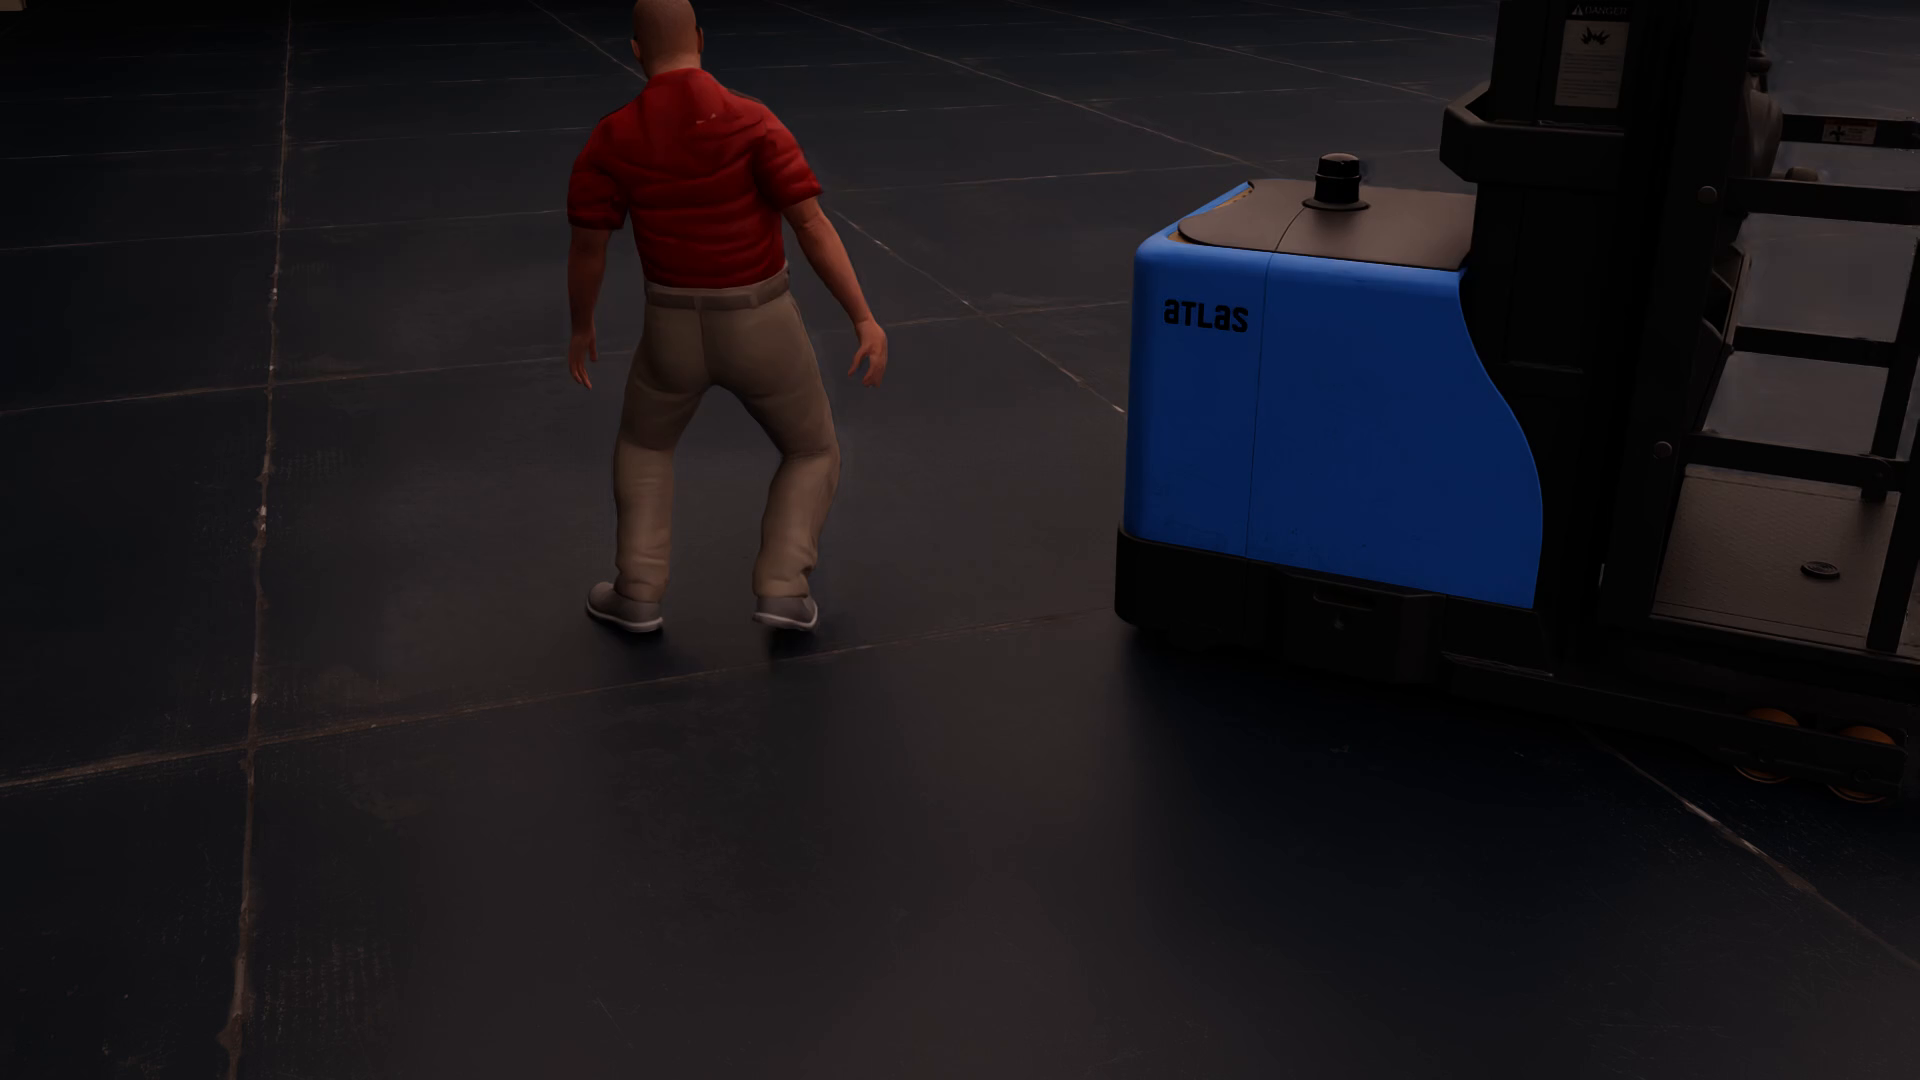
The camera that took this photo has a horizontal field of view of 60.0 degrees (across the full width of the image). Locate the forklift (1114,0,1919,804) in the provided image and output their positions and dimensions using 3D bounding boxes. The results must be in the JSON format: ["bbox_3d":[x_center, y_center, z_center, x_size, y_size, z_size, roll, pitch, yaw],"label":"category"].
[{"bbox_3d":[1.969,-1.002,3.682,3.031,2.935,1.130,11,25,24],"label":"forklift"}]

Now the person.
[{"bbox_3d":[-0.608,-0.534,4.243,0.897,1.651,0.505,5,23,12],"label":"person"}]
